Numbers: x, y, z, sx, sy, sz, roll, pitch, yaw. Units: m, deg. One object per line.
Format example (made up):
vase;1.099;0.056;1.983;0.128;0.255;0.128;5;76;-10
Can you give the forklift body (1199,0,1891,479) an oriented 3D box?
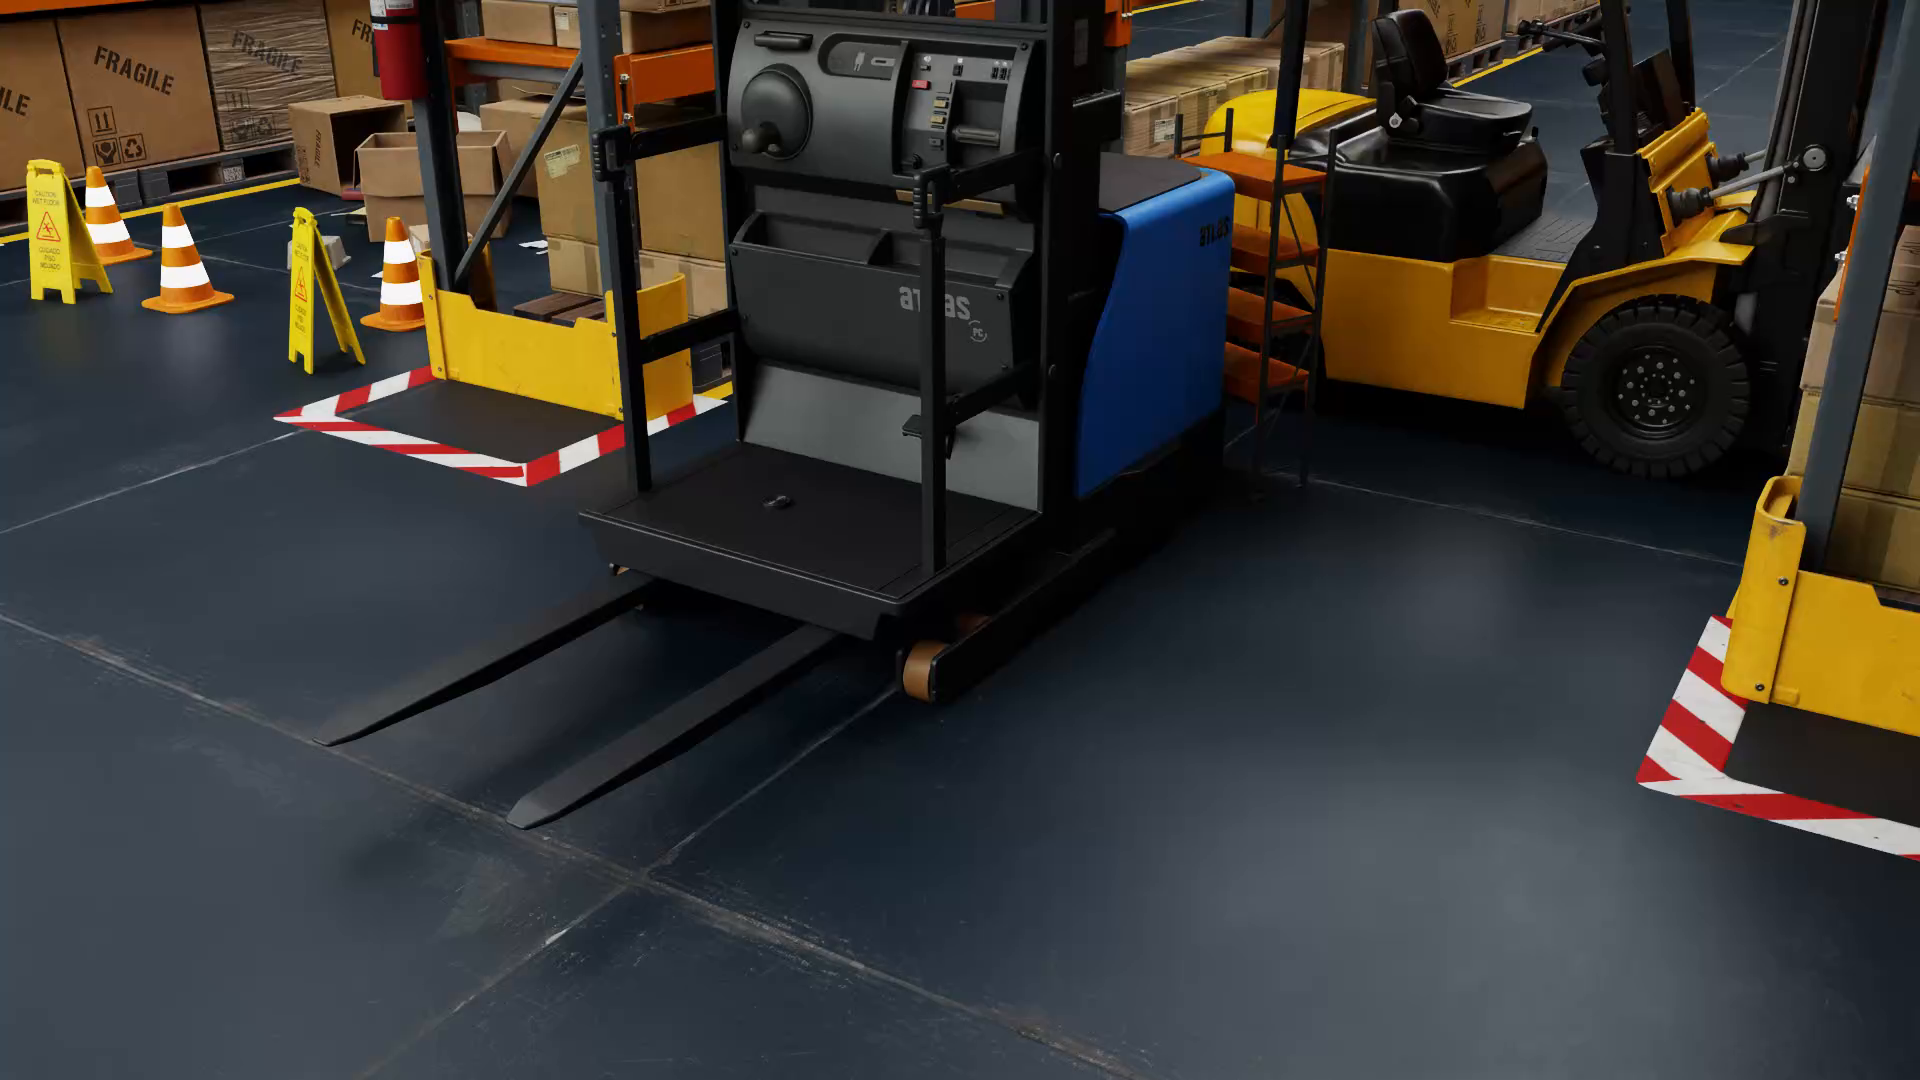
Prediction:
forklift body;2.024;-1.558;6.142;2.313;2.155;1.214;14;27;29

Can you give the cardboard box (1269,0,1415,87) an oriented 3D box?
cardboard box;3.010;-4.098;13.086;0.875;0.875;0.875;14;27;28

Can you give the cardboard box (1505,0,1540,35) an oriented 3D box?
cardboard box;5.107;-5.221;16.230;0.875;0.438;0.875;13;27;28

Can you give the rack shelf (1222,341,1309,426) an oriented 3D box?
rack shelf;0.946;-0.549;5.677;0.258;0.148;0.480;-14;27;-30

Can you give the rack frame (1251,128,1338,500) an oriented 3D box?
rack frame;1.078;-0.711;5.383;0.240;1.200;0.015;-14;27;-30

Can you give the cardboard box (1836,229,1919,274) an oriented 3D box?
cardboard box;2.816;-0.709;4.787;0.500;0.250;0.500;14;27;30

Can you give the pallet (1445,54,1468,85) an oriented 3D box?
pallet;3.699;-4.045;14.328;1.003;0.211;1.213;14;27;29

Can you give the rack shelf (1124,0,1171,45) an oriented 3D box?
rack shelf;1.520;-3.659;10.832;1.077;0.370;4.000;14;27;29

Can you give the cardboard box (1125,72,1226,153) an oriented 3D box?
cardboard box;1.116;-2.722;10.541;0.950;0.372;0.625;16;28;32

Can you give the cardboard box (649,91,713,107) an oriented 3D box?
cardboard box;-1.308;-2.000;7.266;0.380;0.149;0.250;15;27;30

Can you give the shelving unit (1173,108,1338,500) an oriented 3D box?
shelving unit;0.946;-0.793;5.571;0.258;1.200;0.503;-14;27;-30

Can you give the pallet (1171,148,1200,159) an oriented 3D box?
pallet;0.874;-2.298;10.292;1.003;0.211;1.213;14;27;29

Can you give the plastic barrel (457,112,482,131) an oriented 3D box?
plastic barrel;-3.089;-2.431;10.332;0.421;0.421;0.512;-7;24;-17

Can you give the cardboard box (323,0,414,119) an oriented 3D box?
cardboard box;-4.185;-3.337;11.330;0.875;0.875;0.875;14;27;30

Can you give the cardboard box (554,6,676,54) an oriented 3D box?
cardboard box;-1.290;-1.920;6.226;0.380;0.149;0.250;14;27;29

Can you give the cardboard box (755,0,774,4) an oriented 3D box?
cardboard box;-0.960;-2.081;6.597;0.380;0.149;0.250;13;27;27

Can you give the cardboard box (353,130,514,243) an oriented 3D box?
cardboard box;-2.870;-1.942;9.102;0.797;0.503;0.637;-3;24;-7

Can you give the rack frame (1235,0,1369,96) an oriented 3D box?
rack frame;2.575;-4.664;12.249;1.000;3.000;0.127;14;27;29

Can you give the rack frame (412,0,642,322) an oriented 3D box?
rack frame;-1.645;-1.964;6.011;1.000;3.000;0.127;14;27;29

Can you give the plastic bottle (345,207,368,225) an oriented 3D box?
plastic bottle;-3.355;-1.848;9.442;0.133;0.061;0.283;5;24;11

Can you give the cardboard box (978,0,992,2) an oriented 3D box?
cardboard box;0.021;-2.683;7.988;0.380;0.149;0.250;13;27;28

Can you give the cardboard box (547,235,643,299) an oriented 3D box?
cardboard box;-1.435;-1.232;7.253;0.500;0.250;0.500;14;27;29

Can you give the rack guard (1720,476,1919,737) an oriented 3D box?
rack guard;2.561;0.230;4.089;1.175;0.500;0.348;14;27;29

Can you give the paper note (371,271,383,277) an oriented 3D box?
paper note;-2.838;-1.338;8.302;0.148;0.019;0.142;5;24;11

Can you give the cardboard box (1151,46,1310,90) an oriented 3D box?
cardboard box;1.886;-3.212;11.672;0.950;0.372;0.625;13;27;28

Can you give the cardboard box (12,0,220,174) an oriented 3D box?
cardboard box;-5.140;-2.725;9.915;0.875;0.875;0.875;13;27;28

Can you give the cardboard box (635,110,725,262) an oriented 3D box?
cardboard box;-0.973;-1.462;6.839;0.500;0.500;0.500;13;27;27

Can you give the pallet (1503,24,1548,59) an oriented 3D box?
pallet;5.152;-4.975;16.476;1.003;0.211;1.213;14;27;29

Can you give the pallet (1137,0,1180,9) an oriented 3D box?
pallet;2.037;-6.795;20.682;1.003;0.211;1.213;14;27;29

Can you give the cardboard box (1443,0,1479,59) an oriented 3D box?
cardboard box;3.956;-4.699;14.476;0.875;0.875;0.875;15;27;30

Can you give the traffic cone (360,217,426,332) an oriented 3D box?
traffic cone;-2.514;-1.215;7.475;0.336;0.463;0.334;14;27;29

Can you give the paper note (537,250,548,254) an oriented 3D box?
paper note;-2.176;-1.518;8.744;0.032;0.001;0.123;14;27;29

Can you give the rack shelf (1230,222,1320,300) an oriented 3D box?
rack shelf;0.946;-0.936;5.509;0.258;0.148;0.480;-14;27;-30

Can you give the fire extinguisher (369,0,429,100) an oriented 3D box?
fire extinguisher;-2.097;-1.987;6.161;0.296;0.674;0.183;14;27;29

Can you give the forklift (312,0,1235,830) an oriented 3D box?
forklift;-0.338;-1.137;4.187;1.130;2.935;3.031;14;27;30

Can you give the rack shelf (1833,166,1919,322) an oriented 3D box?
rack shelf;3.629;-1.270;5.314;1.077;0.370;4.000;14;27;29

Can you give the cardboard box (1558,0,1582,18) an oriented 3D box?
cardboard box;6.056;-5.827;17.631;0.875;0.438;0.875;15;27;30

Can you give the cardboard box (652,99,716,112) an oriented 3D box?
cardboard box;-1.172;-1.741;7.485;0.500;0.500;0.500;15;28;31

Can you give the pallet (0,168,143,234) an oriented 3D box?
pallet;-5.549;-1.974;9.544;1.003;0.211;1.213;14;27;29

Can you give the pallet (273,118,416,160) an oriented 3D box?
pallet;-4.262;-2.797;11.446;1.003;0.211;1.213;14;27;29

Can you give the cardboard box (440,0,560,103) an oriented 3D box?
cardboard box;-3.543;-3.706;12.338;1.050;0.750;0.750;14;27;29

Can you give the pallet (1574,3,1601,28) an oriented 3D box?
pallet;6.439;-5.798;18.378;1.003;0.211;1.213;14;27;29

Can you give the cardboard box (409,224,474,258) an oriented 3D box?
cardboard box;-2.670;-1.521;8.577;0.250;0.149;0.380;-12;26;-26

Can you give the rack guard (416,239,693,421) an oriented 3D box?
rack guard;-1.605;-0.843;6.567;1.175;0.500;0.348;14;27;29

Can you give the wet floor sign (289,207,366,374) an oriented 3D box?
wet floor sign;-2.655;-1.044;6.849;0.232;0.644;0.267;-17;29;-35

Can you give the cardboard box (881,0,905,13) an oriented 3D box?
cardboard box;-0.427;-2.436;7.417;0.380;0.149;0.250;13;27;28

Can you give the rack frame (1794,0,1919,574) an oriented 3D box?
rack frame;2.574;-0.925;3.612;1.000;3.000;0.127;14;27;29

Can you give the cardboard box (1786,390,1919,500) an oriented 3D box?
cardboard box;2.565;-0.315;4.506;0.500;0.250;0.500;13;27;28
